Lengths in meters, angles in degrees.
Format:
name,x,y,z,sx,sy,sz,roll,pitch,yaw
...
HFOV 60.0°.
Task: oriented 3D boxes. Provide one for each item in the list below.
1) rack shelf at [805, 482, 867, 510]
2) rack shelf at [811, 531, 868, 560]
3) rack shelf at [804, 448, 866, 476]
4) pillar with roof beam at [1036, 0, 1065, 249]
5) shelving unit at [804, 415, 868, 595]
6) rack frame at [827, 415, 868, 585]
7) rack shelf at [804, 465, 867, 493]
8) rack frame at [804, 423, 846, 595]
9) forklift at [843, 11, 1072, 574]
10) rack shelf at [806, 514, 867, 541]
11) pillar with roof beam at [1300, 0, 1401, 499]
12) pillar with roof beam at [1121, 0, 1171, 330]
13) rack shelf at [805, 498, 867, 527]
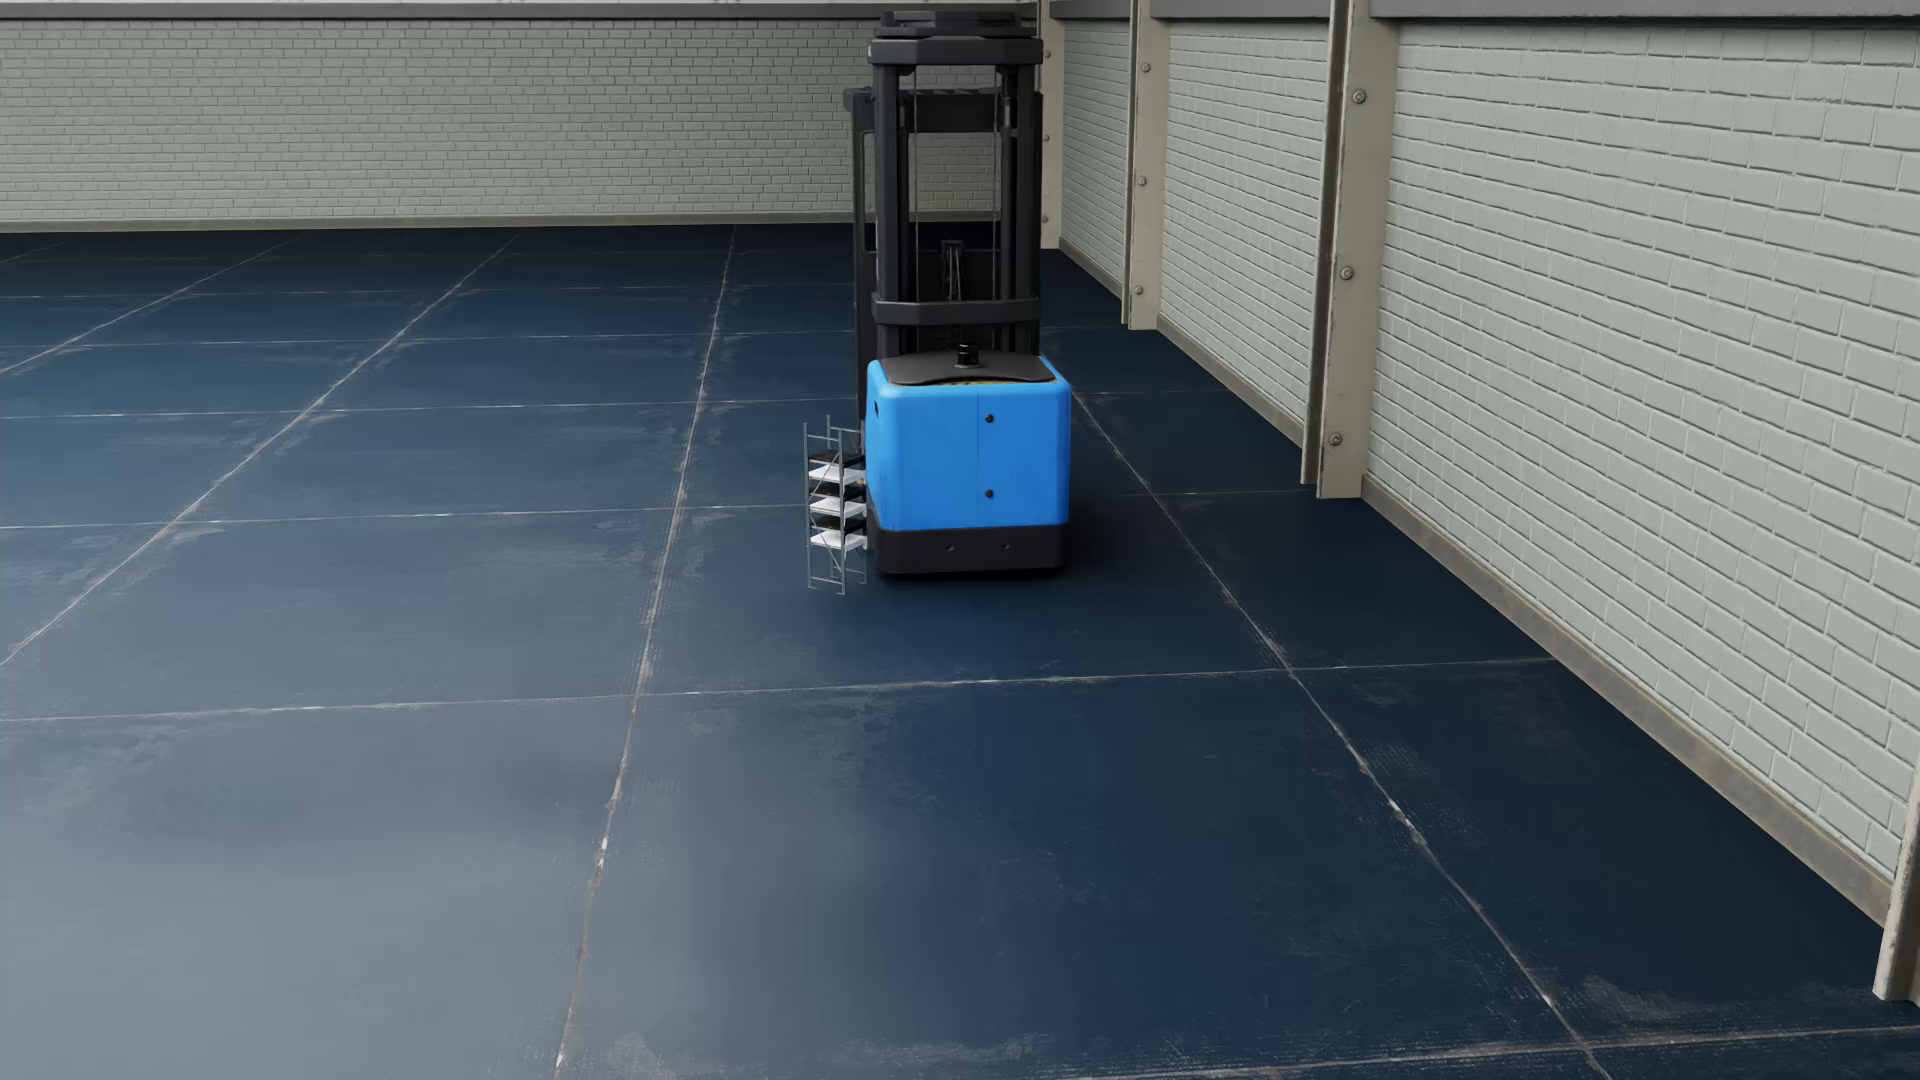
name,x,y,z,sx,sy,sz,roll,pitch,yaw
rack shelf,-0.652,-0.237,8.740,0.258,0.077,0.200,10,20,30
rack shelf,-0.652,0.021,8.821,0.258,0.077,0.200,10,20,30
rack shelf,-0.652,-0.409,8.686,0.258,0.077,0.200,10,20,30
pillar with roof beam,-3.118,-8.062,20.333,9.100,9.000,0.400,-2,18,-6
shelving unit,-0.652,-0.183,8.757,0.258,0.900,0.210,10,20,30
rack frame,-0.598,-0.209,8.840,0.240,0.900,0.006,10,20,30
rack shelf,-0.652,-0.323,8.713,0.258,0.077,0.200,10,20,30
rack frame,-0.705,-0.157,8.674,0.240,0.900,0.006,10,20,30
forklift,-0.108,-1.614,9.924,1.130,2.935,3.031,-2,18,-7
rack shelf,-0.652,-0.065,8.794,0.258,0.077,0.200,10,20,30
pillar with roof beam,-1.881,-4.487,8.945,9.100,9.000,0.400,-2,18,-6
pillar with roof beam,-2.499,-6.274,14.639,9.100,9.000,0.400,-2,18,-6
rack shelf,-0.652,-0.151,8.767,0.258,0.077,0.200,10,20,30
